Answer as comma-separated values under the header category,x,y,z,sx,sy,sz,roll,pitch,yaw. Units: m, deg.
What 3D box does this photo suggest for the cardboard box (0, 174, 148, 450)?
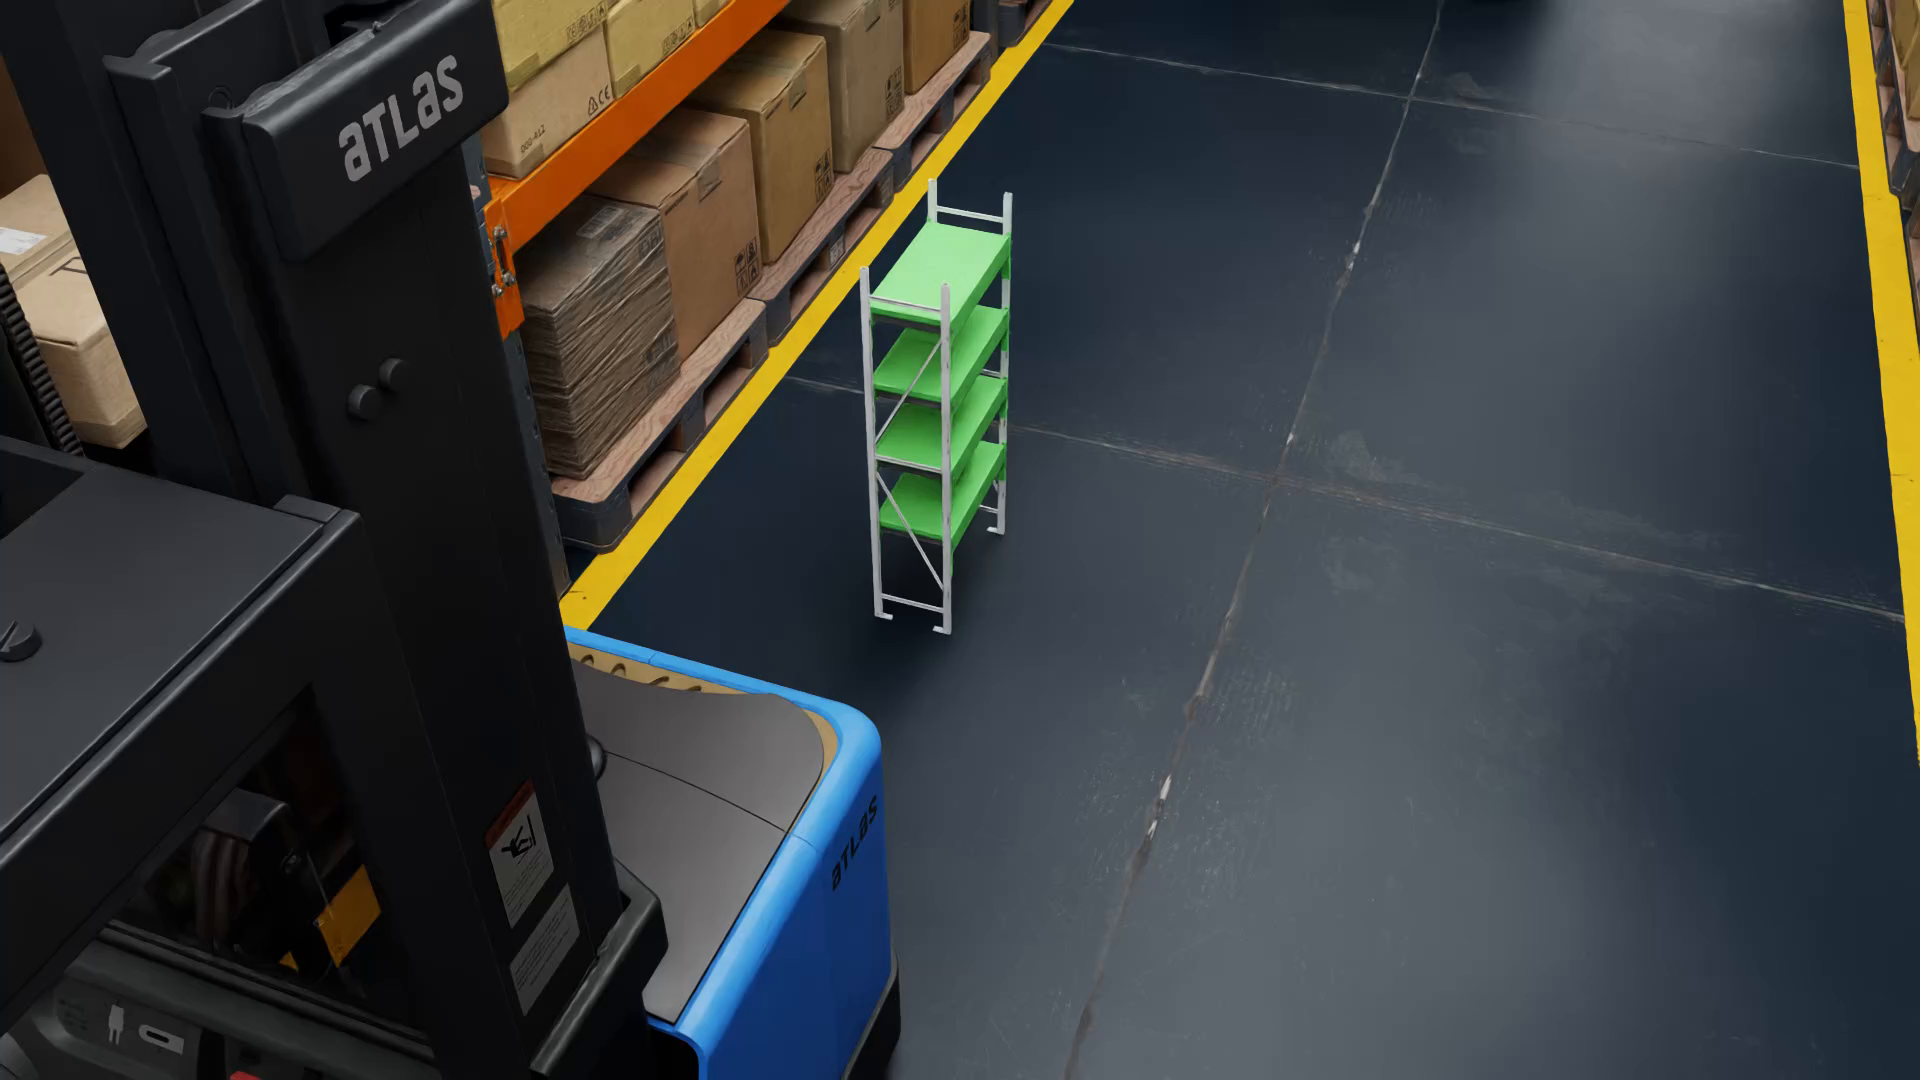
category,x,y,z,sx,sy,sz,roll,pitch,yaw
cardboard box,-1.733,-0.462,3.272,0.500,0.250,0.500,11,42,13

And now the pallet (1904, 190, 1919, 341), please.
category,x,y,z,sx,sy,sz,roll,pitch,yaw
pallet,4.092,-0.879,6.117,1.003,0.211,1.213,13,42,15

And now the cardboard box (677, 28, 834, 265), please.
category,x,y,z,sx,sy,sz,roll,pitch,yaw
cardboard box,-1.004,-1.519,6.226,0.875,0.625,0.625,12,42,13

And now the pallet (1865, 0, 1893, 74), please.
category,x,y,z,sx,sy,sz,roll,pitch,yaw
pallet,4.969,-2.518,8.039,1.003,0.211,1.213,13,42,15

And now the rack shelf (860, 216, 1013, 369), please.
category,x,y,z,sx,sy,sz,roll,pitch,yaw
rack shelf,-0.057,-0.672,4.472,0.258,0.148,0.480,13,42,15

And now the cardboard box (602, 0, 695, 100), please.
category,x,y,z,sx,sy,sz,roll,pitch,yaw
cardboard box,-1.119,-1.539,4.859,0.500,0.250,0.500,12,42,14

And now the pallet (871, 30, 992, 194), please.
category,x,y,z,sx,sy,sz,roll,pitch,yaw
pallet,-0.524,-1.995,7.426,1.003,0.211,1.213,13,42,15

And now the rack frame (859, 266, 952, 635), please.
category,x,y,z,sx,sy,sz,roll,pitch,yaw
rack frame,-0.140,-0.207,4.568,0.240,1.200,0.015,13,42,15

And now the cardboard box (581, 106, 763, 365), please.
category,x,y,z,sx,sy,sz,roll,pitch,yaw
cardboard box,-1.234,-1.108,5.744,0.875,0.625,0.625,15,43,16

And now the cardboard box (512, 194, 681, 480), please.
category,x,y,z,sx,sy,sz,roll,pitch,yaw
cardboard box,-1.451,-0.708,5.275,0.875,0.625,0.625,15,43,16

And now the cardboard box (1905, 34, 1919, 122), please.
category,x,y,z,sx,sy,sz,roll,pitch,yaw
cardboard box,4.306,-1.949,7.018,0.500,0.250,0.500,15,43,17

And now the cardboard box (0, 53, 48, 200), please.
category,x,y,z,sx,sy,sz,roll,pitch,yaw
cardboard box,-2.000,-0.993,3.702,0.500,0.500,0.500,15,43,17

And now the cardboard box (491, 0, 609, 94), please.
category,x,y,z,sx,sy,sz,roll,pitch,yaw
cardboard box,-1.272,-1.418,4.332,0.500,0.250,0.500,13,42,15

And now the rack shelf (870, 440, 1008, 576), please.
category,x,y,z,sx,sy,sz,roll,pitch,yaw
rack shelf,-0.057,-0.124,4.939,0.258,0.148,0.480,13,42,15

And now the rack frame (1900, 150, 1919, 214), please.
category,x,y,z,sx,sy,sz,roll,pitch,yaw
rack frame,4.357,-2.415,5.769,1.000,3.000,0.127,13,42,15

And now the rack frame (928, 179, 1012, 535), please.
category,x,y,z,sx,sy,sz,roll,pitch,yaw
rack frame,0.027,-0.504,4.917,0.240,1.200,0.015,13,42,15

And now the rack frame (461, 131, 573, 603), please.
category,x,y,z,sx,sy,sz,roll,pitch,yaw
rack frame,-1.677,-1.074,4.198,1.000,3.000,0.127,13,42,15

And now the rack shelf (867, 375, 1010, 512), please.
category,x,y,z,sx,sy,sz,roll,pitch,yaw
rack shelf,-0.057,-0.307,4.784,0.258,0.148,0.480,13,42,15

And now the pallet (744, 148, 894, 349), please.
category,x,y,z,sx,sy,sz,roll,pitch,yaw
pallet,-0.940,-1.249,6.551,1.003,0.211,1.213,13,42,15

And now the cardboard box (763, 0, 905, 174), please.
category,x,y,z,sx,sy,sz,roll,pitch,yaw
cardboard box,-0.749,-1.978,6.764,0.875,0.625,0.625,13,42,15

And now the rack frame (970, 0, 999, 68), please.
category,x,y,z,sx,sy,sz,roll,pitch,yaw
rack frame,-0.309,-3.514,7.058,1.000,3.000,0.127,13,42,15

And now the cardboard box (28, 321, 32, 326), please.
category,x,y,z,sx,sy,sz,roll,pitch,yaw
cardboard box,-2.061,-0.237,2.813,0.797,0.503,0.637,12,42,14

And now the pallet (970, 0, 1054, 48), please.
category,x,y,z,sx,sy,sz,roll,pitch,yaw
pallet,0.002,-2.929,8.520,1.003,0.211,1.213,13,42,15

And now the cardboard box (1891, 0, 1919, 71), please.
category,x,y,z,sx,sy,sz,roll,pitch,yaw
cardboard box,4.479,-2.276,7.401,0.500,0.250,0.500,12,42,14

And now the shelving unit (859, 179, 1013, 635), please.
category,x,y,z,sx,sy,sz,roll,pitch,yaw
shelving unit,-0.057,-0.355,4.742,0.258,1.200,0.503,13,42,15

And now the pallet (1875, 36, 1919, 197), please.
category,x,y,z,sx,sy,sz,roll,pitch,yaw
pallet,4.553,-1.771,7.164,1.003,0.211,1.213,13,42,15

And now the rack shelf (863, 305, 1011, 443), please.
category,x,y,z,sx,sy,sz,roll,pitch,yaw
rack shelf,-0.057,-0.489,4.628,0.258,0.148,0.480,13,42,15

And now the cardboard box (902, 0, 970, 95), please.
category,x,y,z,sx,sy,sz,roll,pitch,yaw
cardboard box,-0.477,-2.450,7.316,0.875,0.625,0.625,15,43,17

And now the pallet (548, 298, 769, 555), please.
category,x,y,z,sx,sy,sz,roll,pitch,yaw
pallet,-1.358,-0.507,5.682,1.003,0.211,1.213,13,42,15

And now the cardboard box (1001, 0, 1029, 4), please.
category,x,y,z,sx,sy,sz,roll,pitch,yaw
cardboard box,0.168,-2.849,8.074,0.500,0.250,0.500,14,42,16

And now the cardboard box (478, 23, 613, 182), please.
category,x,y,z,sx,sy,sz,roll,pitch,yaw
cardboard box,-1.295,-1.234,4.501,0.500,0.250,0.500,13,42,15

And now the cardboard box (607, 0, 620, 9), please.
category,x,y,z,sx,sy,sz,roll,pitch,yaw
cardboard box,-1.123,-1.729,4.696,0.500,0.250,0.500,15,43,16

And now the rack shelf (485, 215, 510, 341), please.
category,x,y,z,sx,sy,sz,roll,pitch,yaw
rack shelf,-2.361,0.419,3.002,1.077,0.370,4.000,13,42,15

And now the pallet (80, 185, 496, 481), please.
category,x,y,z,sx,sy,sz,roll,pitch,yaw
pallet,-1.842,-0.572,3.758,1.213,0.211,1.003,13,42,15

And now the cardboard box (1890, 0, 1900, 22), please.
category,x,y,z,sx,sy,sz,roll,pitch,yaw
cardboard box,4.657,-2.585,7.764,0.500,0.250,0.500,14,42,16

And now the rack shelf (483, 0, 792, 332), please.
category,x,y,z,sx,sy,sz,roll,pitch,yaw
rack shelf,-0.993,-2.021,5.862,1.077,0.370,4.000,13,42,15

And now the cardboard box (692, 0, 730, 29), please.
category,x,y,z,sx,sy,sz,roll,pitch,yaw
cardboard box,-0.949,-1.855,5.229,0.500,0.250,0.500,12,42,14

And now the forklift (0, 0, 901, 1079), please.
category,x,y,z,sx,sy,sz,roll,pitch,yaw
forklift,-1.135,0.818,2.033,1.130,2.935,3.031,14,42,16
